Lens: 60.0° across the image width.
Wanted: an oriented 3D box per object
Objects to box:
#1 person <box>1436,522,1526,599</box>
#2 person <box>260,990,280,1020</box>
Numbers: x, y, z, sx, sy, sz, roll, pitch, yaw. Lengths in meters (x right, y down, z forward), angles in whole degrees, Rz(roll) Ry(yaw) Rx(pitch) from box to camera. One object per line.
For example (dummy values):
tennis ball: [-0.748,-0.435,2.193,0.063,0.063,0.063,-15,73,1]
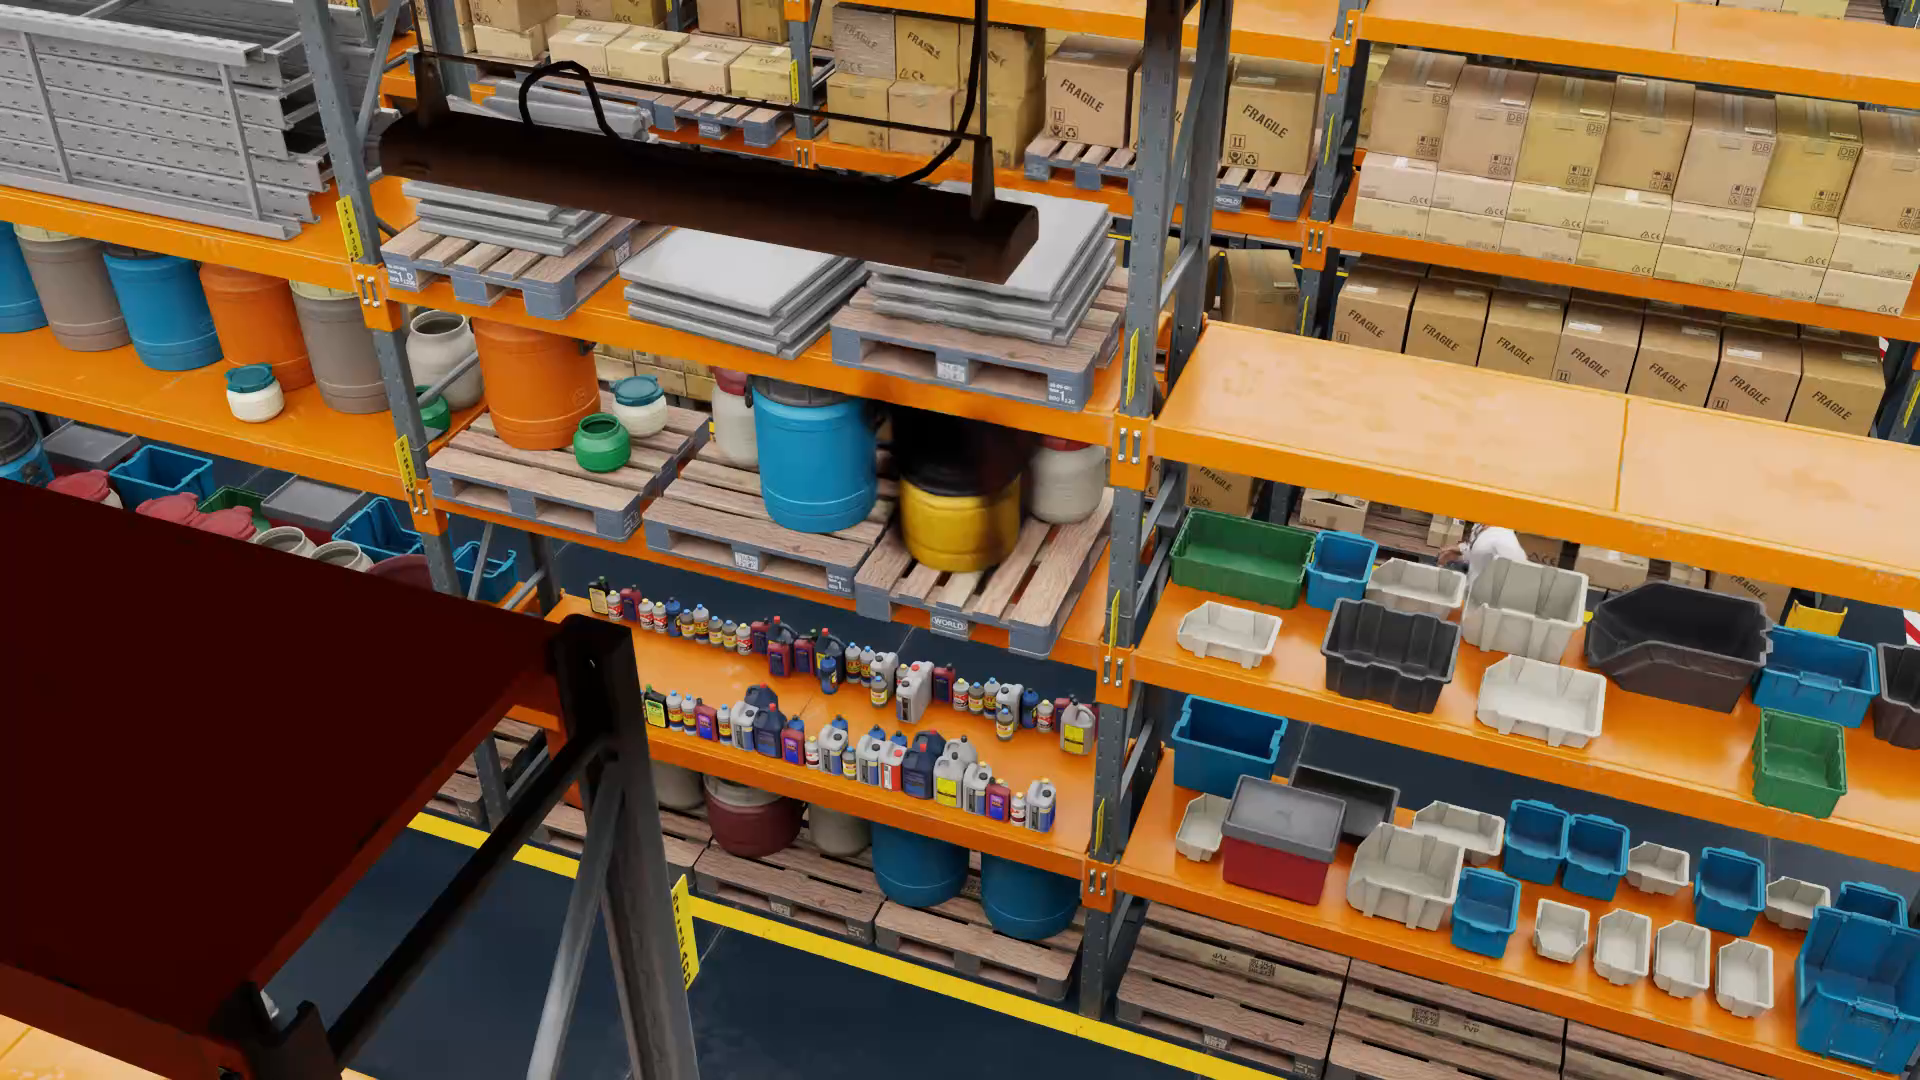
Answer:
person: [3.515,0.364,11.177,0.658,1.730,0.698,8,37,11]
person: [-4.309,2.155,9.101,0.845,1.708,0.607,10,38,13]
